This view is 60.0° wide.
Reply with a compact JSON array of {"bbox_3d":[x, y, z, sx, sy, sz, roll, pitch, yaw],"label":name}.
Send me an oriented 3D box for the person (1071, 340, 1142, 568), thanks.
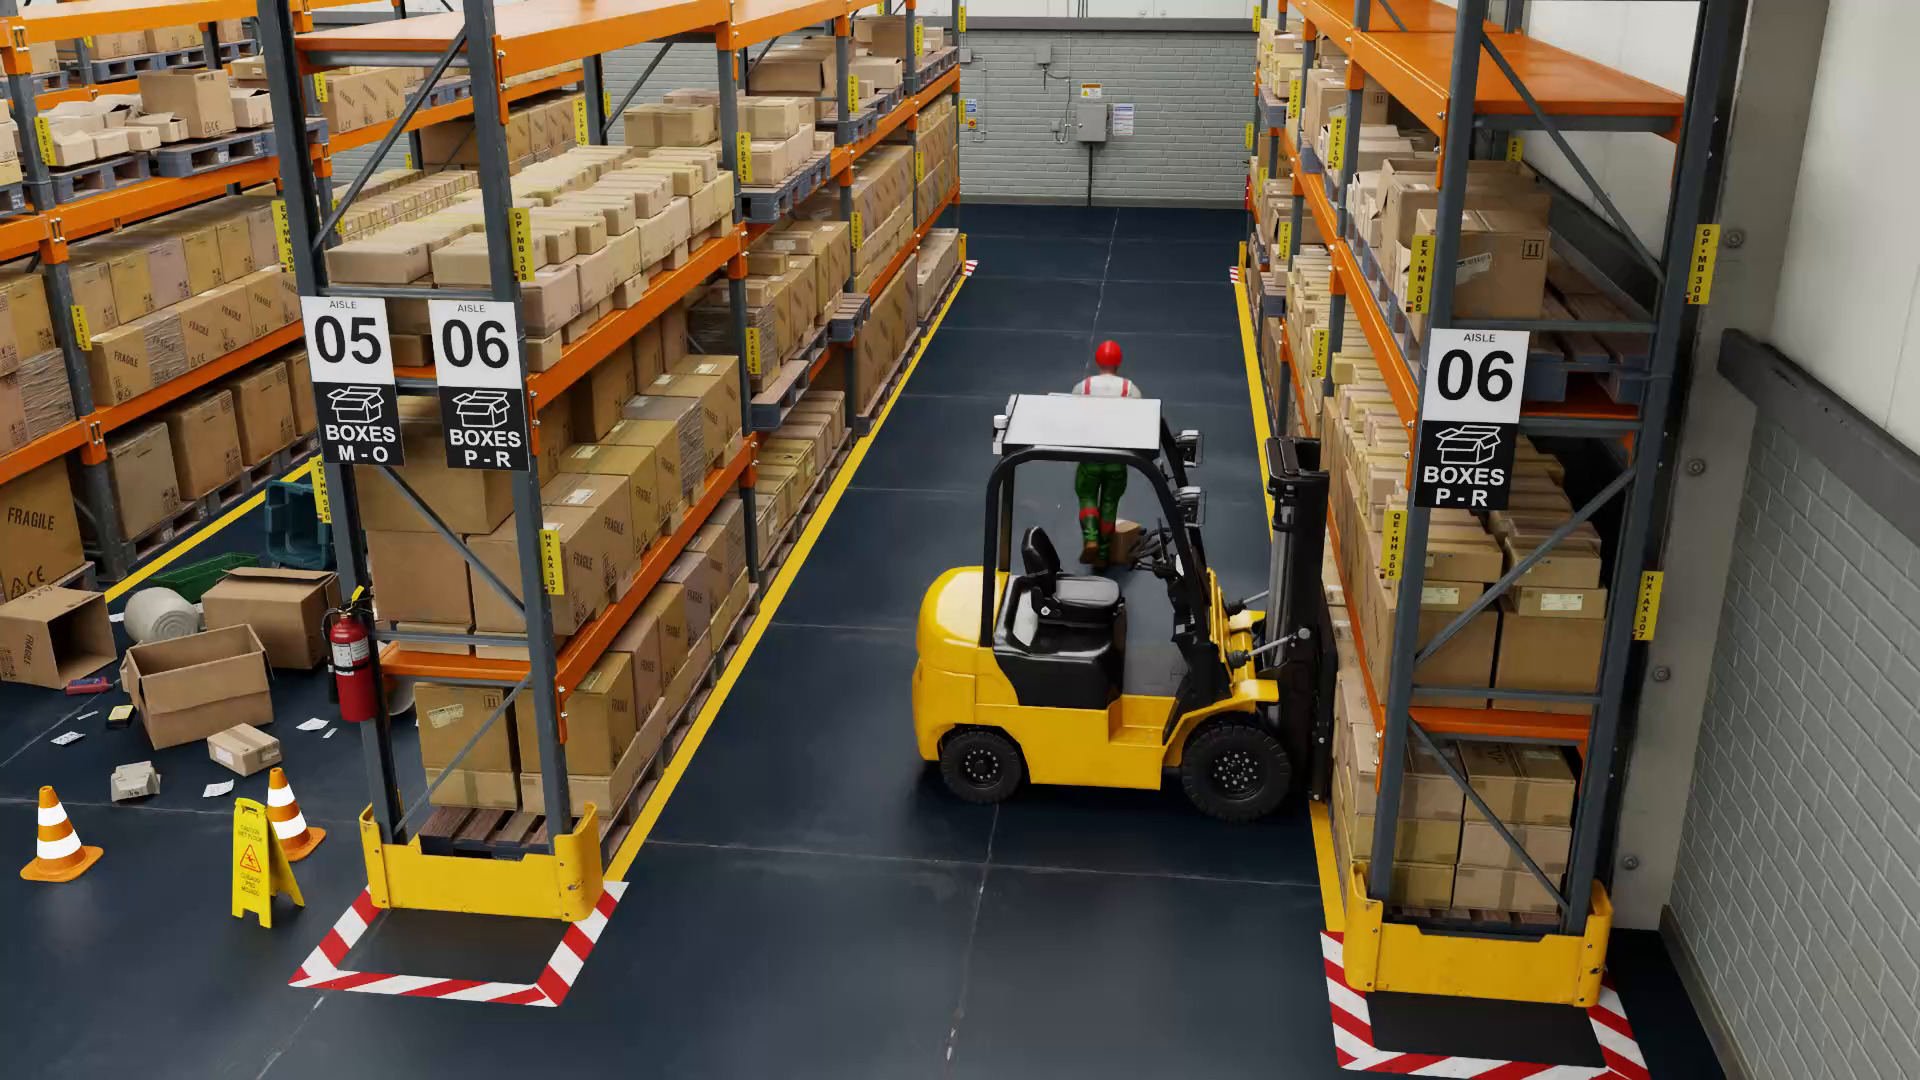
[{"bbox_3d":[1.106,-0.615,12.656,0.600,1.765,0.645,1,21,3],"label":"person"}]
